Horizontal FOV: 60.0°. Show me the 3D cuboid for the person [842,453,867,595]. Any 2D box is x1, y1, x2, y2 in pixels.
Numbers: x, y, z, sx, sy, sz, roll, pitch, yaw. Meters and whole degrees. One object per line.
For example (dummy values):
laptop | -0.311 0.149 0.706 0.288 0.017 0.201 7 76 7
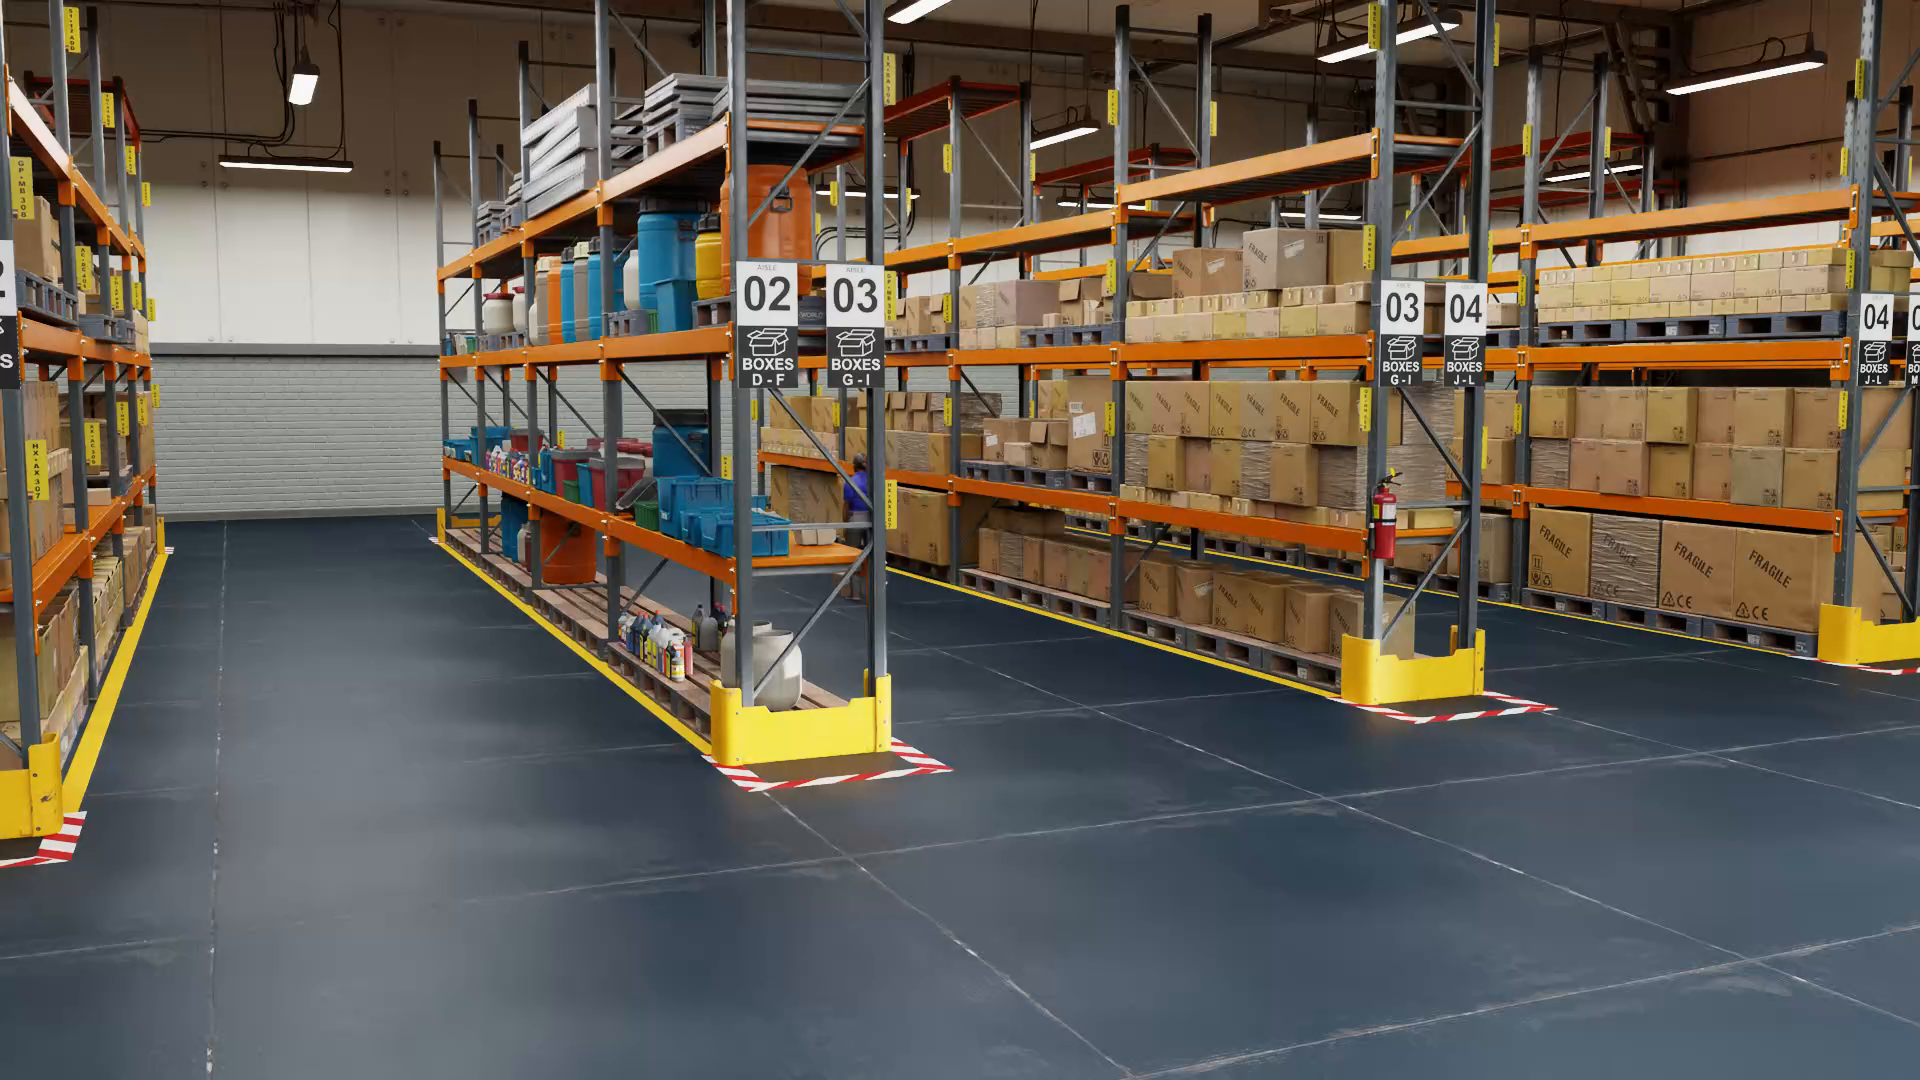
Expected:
person | -1.112 -0.185 18.595 0.437 1.580 0.292 -2 6 -22
